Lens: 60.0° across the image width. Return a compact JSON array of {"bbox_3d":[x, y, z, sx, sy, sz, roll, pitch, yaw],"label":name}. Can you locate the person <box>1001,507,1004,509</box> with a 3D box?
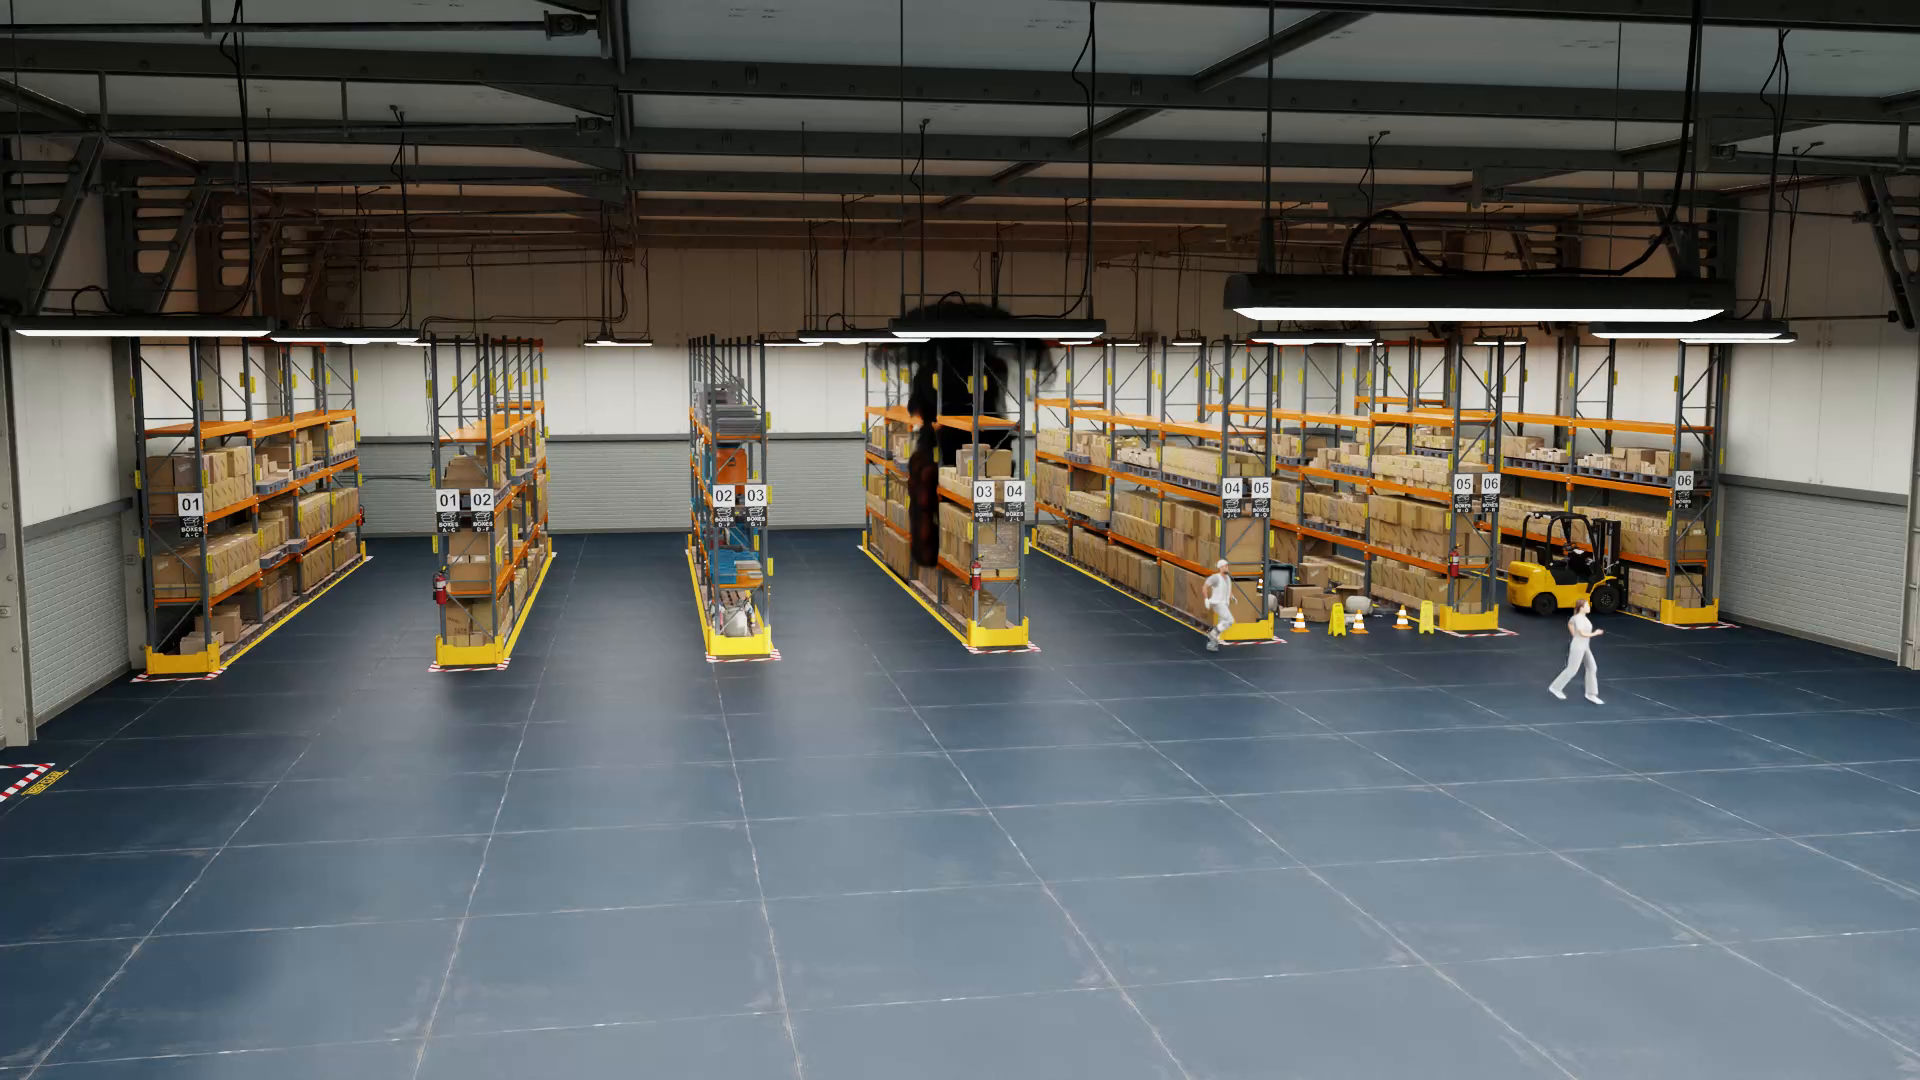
[{"bbox_3d":[0.927,-0.730,48.780,0.704,1.760,0.854,5,9,40],"label":"person"}]

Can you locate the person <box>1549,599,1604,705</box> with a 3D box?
[{"bbox_3d":[10.015,1.796,26.973,0.831,1.721,0.566,4,8,30],"label":"person"}]

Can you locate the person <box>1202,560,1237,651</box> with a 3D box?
[{"bbox_3d":[5.012,1.245,31.656,0.591,1.708,0.708,6,9,41],"label":"person"}]
